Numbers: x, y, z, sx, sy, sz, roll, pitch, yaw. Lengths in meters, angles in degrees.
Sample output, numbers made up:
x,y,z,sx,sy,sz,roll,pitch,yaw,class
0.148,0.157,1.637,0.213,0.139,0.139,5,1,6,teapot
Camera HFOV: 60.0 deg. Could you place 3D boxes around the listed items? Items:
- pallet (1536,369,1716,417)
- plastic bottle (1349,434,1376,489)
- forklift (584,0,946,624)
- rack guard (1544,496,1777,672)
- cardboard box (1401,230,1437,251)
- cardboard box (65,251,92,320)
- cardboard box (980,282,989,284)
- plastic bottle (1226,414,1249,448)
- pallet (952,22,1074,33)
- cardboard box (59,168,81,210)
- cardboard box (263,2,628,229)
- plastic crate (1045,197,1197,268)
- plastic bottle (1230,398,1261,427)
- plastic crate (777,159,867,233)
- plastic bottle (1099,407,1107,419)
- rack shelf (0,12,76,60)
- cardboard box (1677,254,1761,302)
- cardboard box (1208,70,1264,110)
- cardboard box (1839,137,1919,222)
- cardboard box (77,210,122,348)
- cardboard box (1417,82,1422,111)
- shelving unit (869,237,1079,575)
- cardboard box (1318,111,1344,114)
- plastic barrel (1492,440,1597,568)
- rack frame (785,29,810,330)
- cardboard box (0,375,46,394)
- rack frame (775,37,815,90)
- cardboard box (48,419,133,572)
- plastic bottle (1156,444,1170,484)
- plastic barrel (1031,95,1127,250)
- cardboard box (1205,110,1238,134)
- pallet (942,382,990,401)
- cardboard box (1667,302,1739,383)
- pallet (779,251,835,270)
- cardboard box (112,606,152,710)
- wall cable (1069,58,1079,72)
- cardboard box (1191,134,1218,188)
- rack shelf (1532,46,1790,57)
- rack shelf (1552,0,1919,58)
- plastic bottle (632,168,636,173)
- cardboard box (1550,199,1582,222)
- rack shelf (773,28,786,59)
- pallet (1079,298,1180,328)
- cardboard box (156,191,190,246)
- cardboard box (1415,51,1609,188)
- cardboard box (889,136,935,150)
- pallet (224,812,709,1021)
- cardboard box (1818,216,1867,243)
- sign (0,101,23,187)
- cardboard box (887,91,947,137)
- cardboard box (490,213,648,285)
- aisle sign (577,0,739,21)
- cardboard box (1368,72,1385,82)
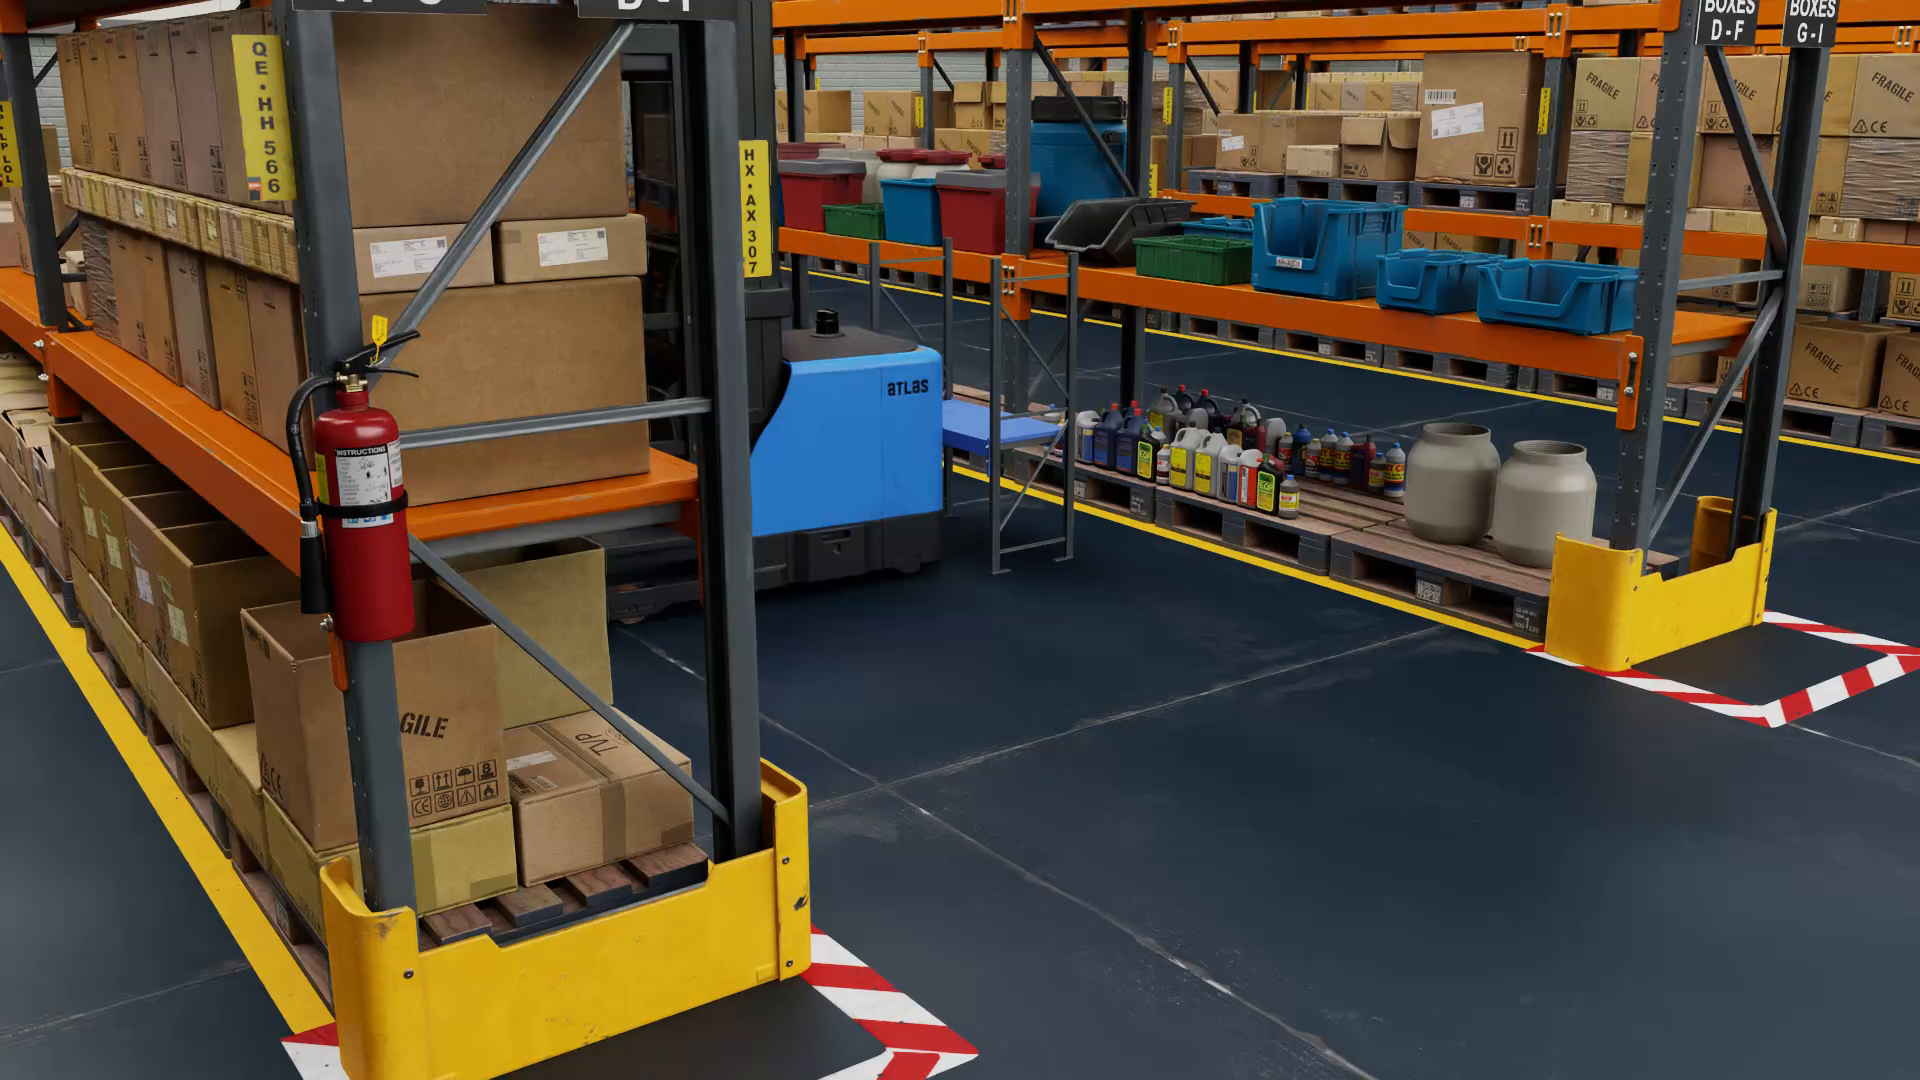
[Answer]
x,y,z,sx,sy,sz,roll,pitch,yaw,class
5.128,-1.171,12.454,1.003,0.211,1.213,-11,19,-35,pallet
2.118,-0.419,8.739,0.061,0.283,0.133,-10,18,-34,plastic bottle
-1.608,-1.182,7.344,3.031,2.935,1.130,-8,17,-28,forklift
2.967,0.166,7.023,1.175,0.500,0.348,-11,19,-35,rack guard
5.523,-3.464,19.491,0.500,0.500,0.500,-10,18,-32,cardboard box
-3.636,-1.143,7.354,0.500,0.250,0.500,-9,18,-31,cardboard box
0.919,-3.215,17.871,1.225,0.875,0.875,-12,19,-36,cardboard box
1.545,-0.563,9.262,0.061,0.283,0.133,-11,19,-35,plastic bottle
0.579,-5.528,17.773,0.805,0.209,1.217,-12,19,-37,pallet
-3.310,-1.390,6.556,0.380,0.149,0.250,-11,19,-35,cardboard box
-1.254,-1.050,4.082,0.700,0.500,0.500,-11,19,-34,cardboard box
0.903,-1.723,9.308,0.767,0.338,0.504,-11,19,-35,plastic crate
1.612,-0.617,9.332,0.144,0.351,0.185,-11,19,-35,plastic bottle
-0.951,-2.377,11.459,0.402,0.464,0.583,-11,19,-35,plastic crate
0.829,-0.603,9.408,0.061,0.283,0.133,-11,19,-35,plastic bottle
-6.839,-3.498,11.355,1.077,0.370,4.000,-11,19,-35,rack shelf
7.774,-2.845,16.753,1.050,0.750,0.750,-11,19,-35,cardboard box
3.577,-5.843,21.594,0.500,0.500,0.500,-12,19,-36,cardboard box
6.105,-2.315,10.598,0.875,0.500,0.500,-11,19,-35,cardboard box
-3.045,-1.071,6.619,0.700,0.500,0.500,-11,19,-36,cardboard box
7.224,-6.598,24.918,0.500,0.500,0.500,-11,19,-35,cardboard box
0.050,-0.705,8.312,0.538,1.500,1.048,-11,19,-35,shelving unit
4.545,-5.101,20.085,0.380,0.149,0.250,-11,19,-35,cardboard box
2.601,-0.162,7.403,0.421,0.512,0.421,0,15,0,plastic barrel
-1.654,-2.739,12.901,1.000,3.000,0.127,-11,19,-35,rack frame
-4.979,-0.740,8.949,0.500,0.311,0.500,-11,19,-36,cardboard box
-2.351,-5.216,21.952,1.000,3.000,0.127,-11,19,-35,rack frame
-3.292,-0.207,6.644,0.500,0.500,0.500,-11,19,-35,cardboard box
1.095,-0.406,8.846,0.097,0.201,0.097,0,15,0,plastic bottle
0.716,-2.256,10.188,0.600,0.901,0.708,-11,19,-35,plastic barrel
3.559,-5.361,21.730,0.500,0.500,0.500,-11,19,-34,cardboard box
-0.517,-0.962,11.692,1.003,0.211,1.213,-11,19,-35,pallet
5.250,-1.438,12.087,0.500,0.500,0.500,-5,16,-17,cardboard box
-1.818,-3.712,21.740,1.003,0.211,1.213,-11,19,-35,pallet
-2.704,0.368,5.962,0.500,0.250,0.500,-11,19,-35,cardboard box
2.330,-8.460,31.820,0.585,1.953,0.123,-11,19,-35,wall cable
2.287,-3.702,16.231,0.500,0.500,0.500,-10,18,-33,cardboard box
9.192,-6.573,22.590,1.077,0.370,4.000,-11,19,-35,rack shelf
5.880,-3.326,10.728,1.077,0.370,4.000,-11,19,-35,rack shelf
-2.876,-3.210,14.865,0.097,0.271,0.097,0,15,0,plastic bottle
4.587,-2.440,12.284,0.380,0.149,0.250,-11,19,-35,cardboard box
-2.830,-4.266,14.161,1.077,0.370,4.000,-11,19,-35,rack shelf
1.950,-2.343,16.736,1.003,0.211,1.213,-11,19,-35,pallet
-2.252,-1.007,5.154,0.380,0.149,0.250,-11,19,-35,cardboard box
4.350,-3.337,13.154,1.000,1.000,1.000,-11,19,-34,cardboard box
-0.471,-4.487,19.007,0.500,0.250,0.500,-11,19,-36,cardboard box
-1.443,0.925,4.795,1.003,0.211,1.213,-11,19,-35,pallet
5.755,-2.011,10.718,0.380,0.149,0.250,-11,19,-35,cardboard box
-3.744,-1.551,6.517,0.100,0.325,0.005,-11,19,-35,sign
-0.486,-4.851,18.920,0.500,0.500,0.500,-10,18,-33,cardboard box
-1.016,-0.741,4.183,0.380,0.149,0.250,-11,19,-35,cardboard box
-0.673,-1.550,3.633,0.394,0.787,0.004,-11,19,-35,aisle sign
6.527,-7.141,25.673,0.380,0.149,0.250,-11,19,-36,cardboard box
